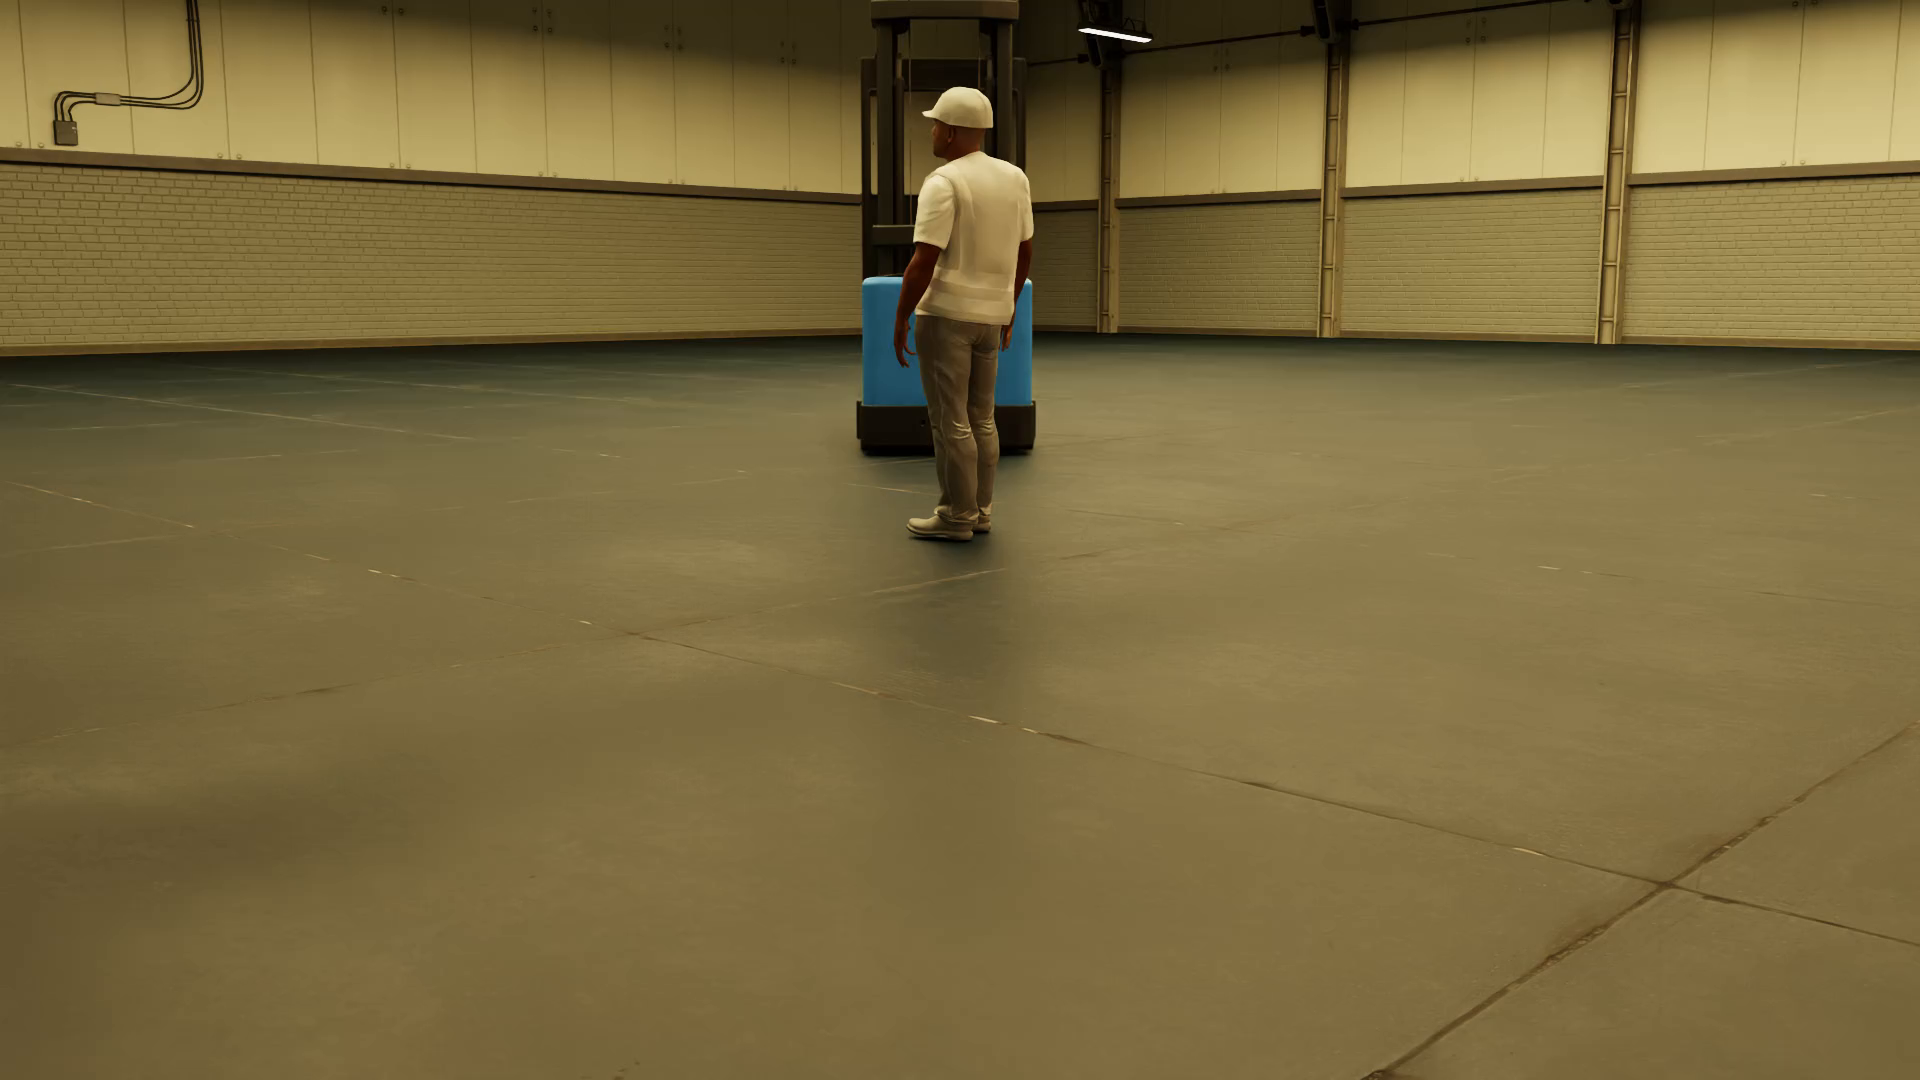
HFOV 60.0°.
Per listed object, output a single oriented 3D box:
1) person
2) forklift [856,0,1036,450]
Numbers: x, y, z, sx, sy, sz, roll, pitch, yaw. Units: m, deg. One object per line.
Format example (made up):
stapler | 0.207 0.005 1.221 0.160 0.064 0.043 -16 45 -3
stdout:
person | -0.045 -0.888 6.637 0.577 1.765 0.665 8 12 43
forklift | -0.116 -2.170 11.283 1.130 2.935 3.031 0 9 -2
